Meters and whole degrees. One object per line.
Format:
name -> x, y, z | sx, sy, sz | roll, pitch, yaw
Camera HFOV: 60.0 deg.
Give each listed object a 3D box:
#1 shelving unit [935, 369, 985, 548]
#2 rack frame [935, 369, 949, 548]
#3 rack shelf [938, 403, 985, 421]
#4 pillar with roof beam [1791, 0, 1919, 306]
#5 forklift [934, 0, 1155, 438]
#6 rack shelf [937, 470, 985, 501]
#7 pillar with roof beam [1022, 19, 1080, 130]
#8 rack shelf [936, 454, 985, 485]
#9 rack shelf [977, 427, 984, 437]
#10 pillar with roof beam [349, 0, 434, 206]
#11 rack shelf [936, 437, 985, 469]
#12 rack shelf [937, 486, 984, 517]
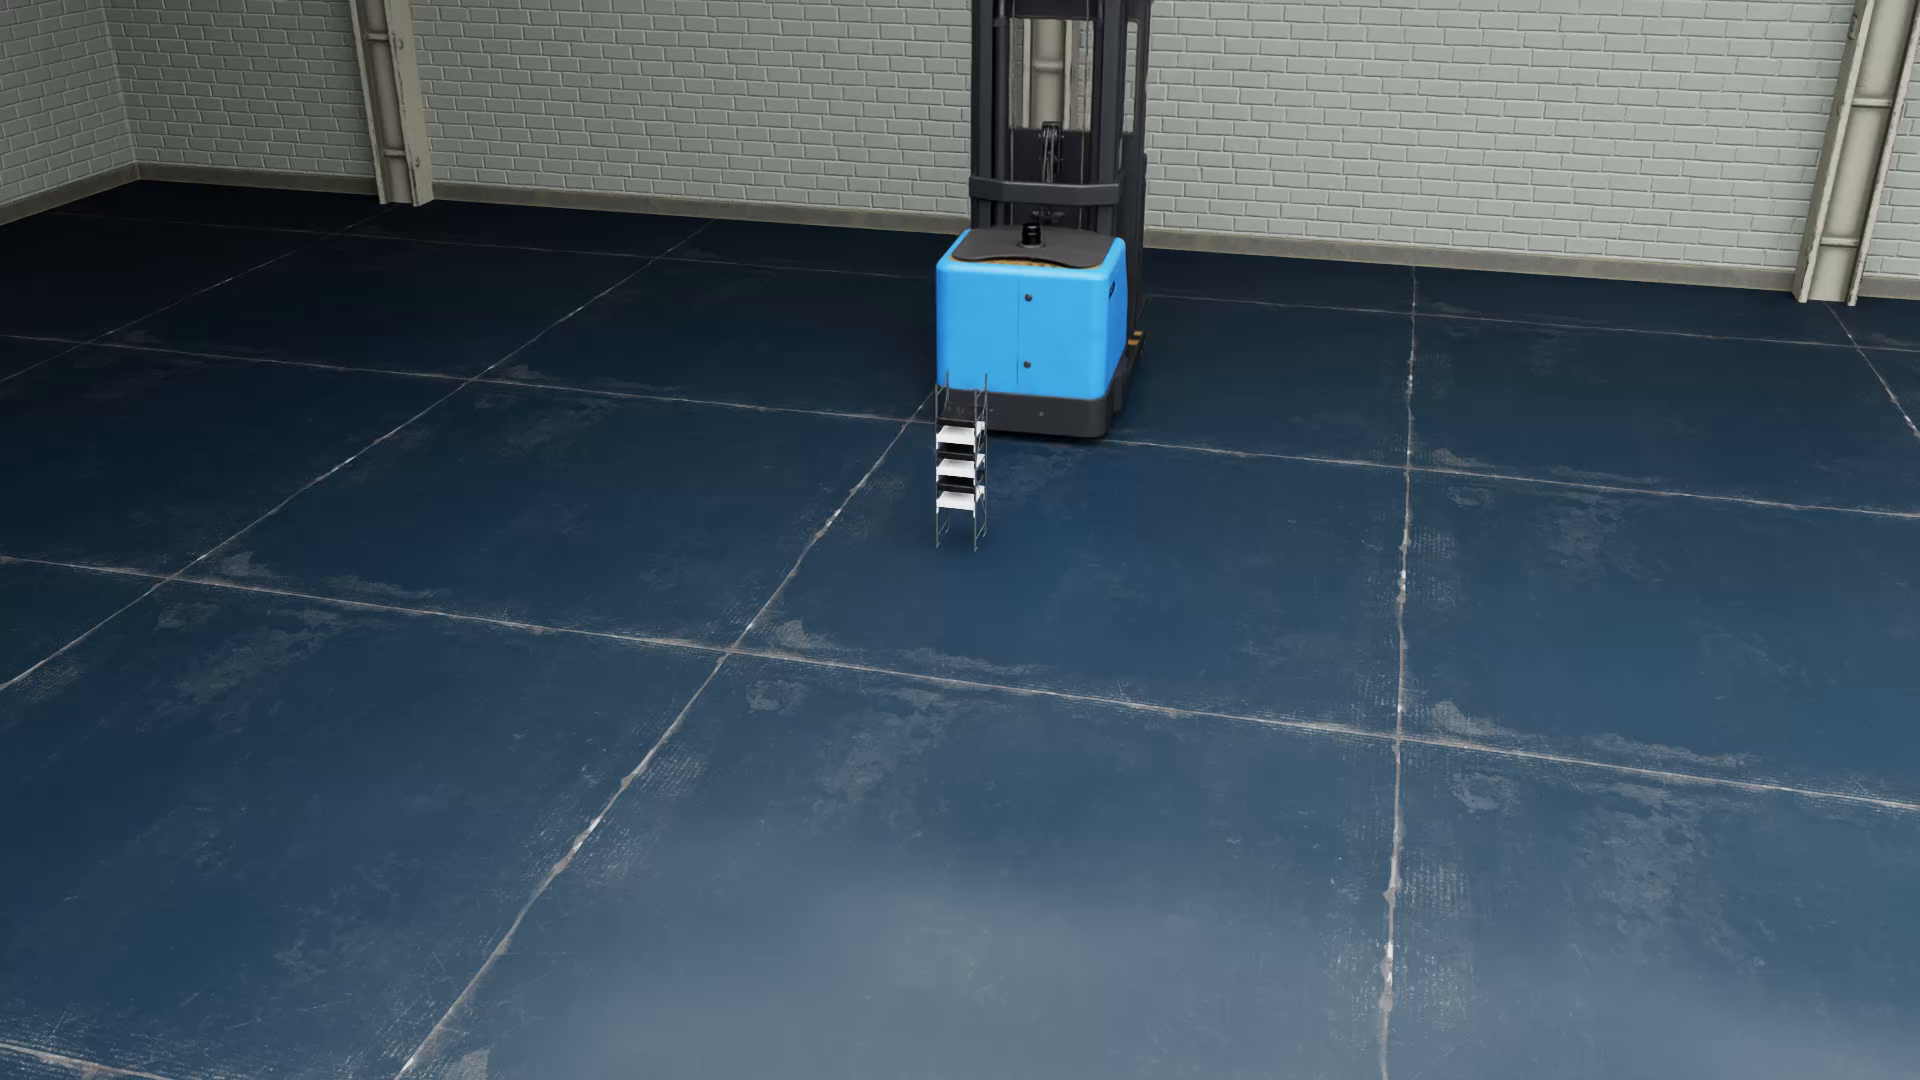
shelving unit -> 0.006, -0.406, 8.555 | 0.205, 0.900, 0.258 | 6, 26, 13
rack frame -> -0.091, -0.416, 8.578 | 0.006, 0.900, 0.240 | 6, 26, 13
rack shelf -> 0.008, -0.638, 8.444 | 0.190, 0.026, 0.221 | 6, 26, 13
pillar with roof beam -> 5.467, -4.105, 6.904 | 0.400, 9.000, 9.100 | 6, 26, 13
forklift -> 0.664, -2.511, 10.688 | 1.129, 2.867, 3.031 | 5, 26, 11
rack shelf -> 0.008, -0.294, 8.608 | 0.200, 0.077, 0.258 | 6, 26, 13
pillar with roof beam -> -0.344, -4.748, 8.253 | 0.400, 9.000, 9.100 | 6, 26, 13
rack shelf -> 0.008, -0.375, 8.569 | 0.200, 0.077, 0.258 | 6, 26, 13
rack shelf -> 0.008, -0.551, 8.485 | 0.184, 0.015, 0.199 | 6, 26, 13
pillar with roof beam -> -6.155, -5.390, 9.603 | 0.400, 9.000, 9.100 | 6, 26, 13
rack shelf -> 0.008, -0.457, 8.530 | 0.200, 0.077, 0.258 | 6, 26, 13
rack shelf -> 0.008, -0.213, 8.646 | 0.200, 0.077, 0.258 | 6, 26, 13
